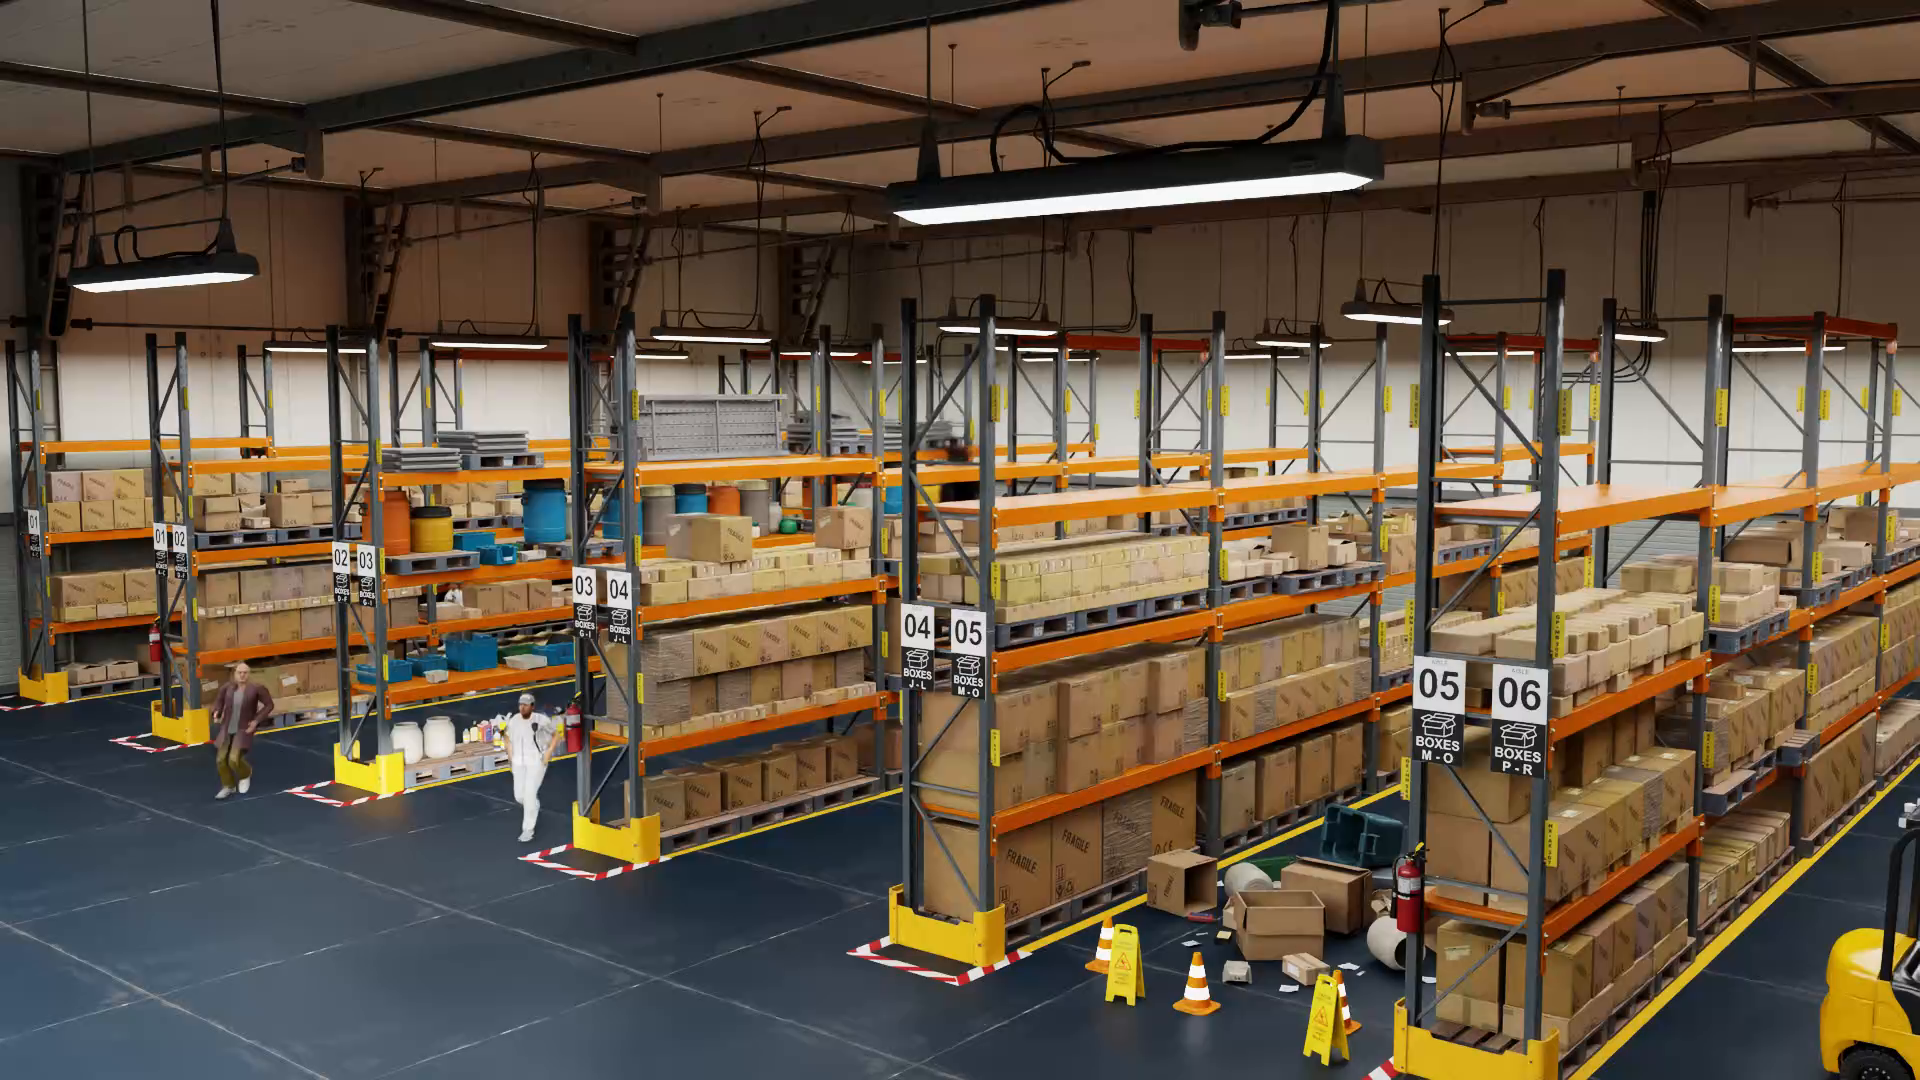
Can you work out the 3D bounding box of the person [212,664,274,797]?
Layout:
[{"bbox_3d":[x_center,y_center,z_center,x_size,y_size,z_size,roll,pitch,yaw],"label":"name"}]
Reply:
[{"bbox_3d":[-9.149,2.421,21.106,0.713,1.704,0.605,0,5,3],"label":"person"}]

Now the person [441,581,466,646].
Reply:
[{"bbox_3d":[-9.412,1.532,31.003,0.597,1.747,0.701,3,6,29],"label":"person"}]

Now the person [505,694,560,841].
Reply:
[{"bbox_3d":[-5.001,2.609,19.401,0.631,1.675,0.763,1,5,10],"label":"person"}]
